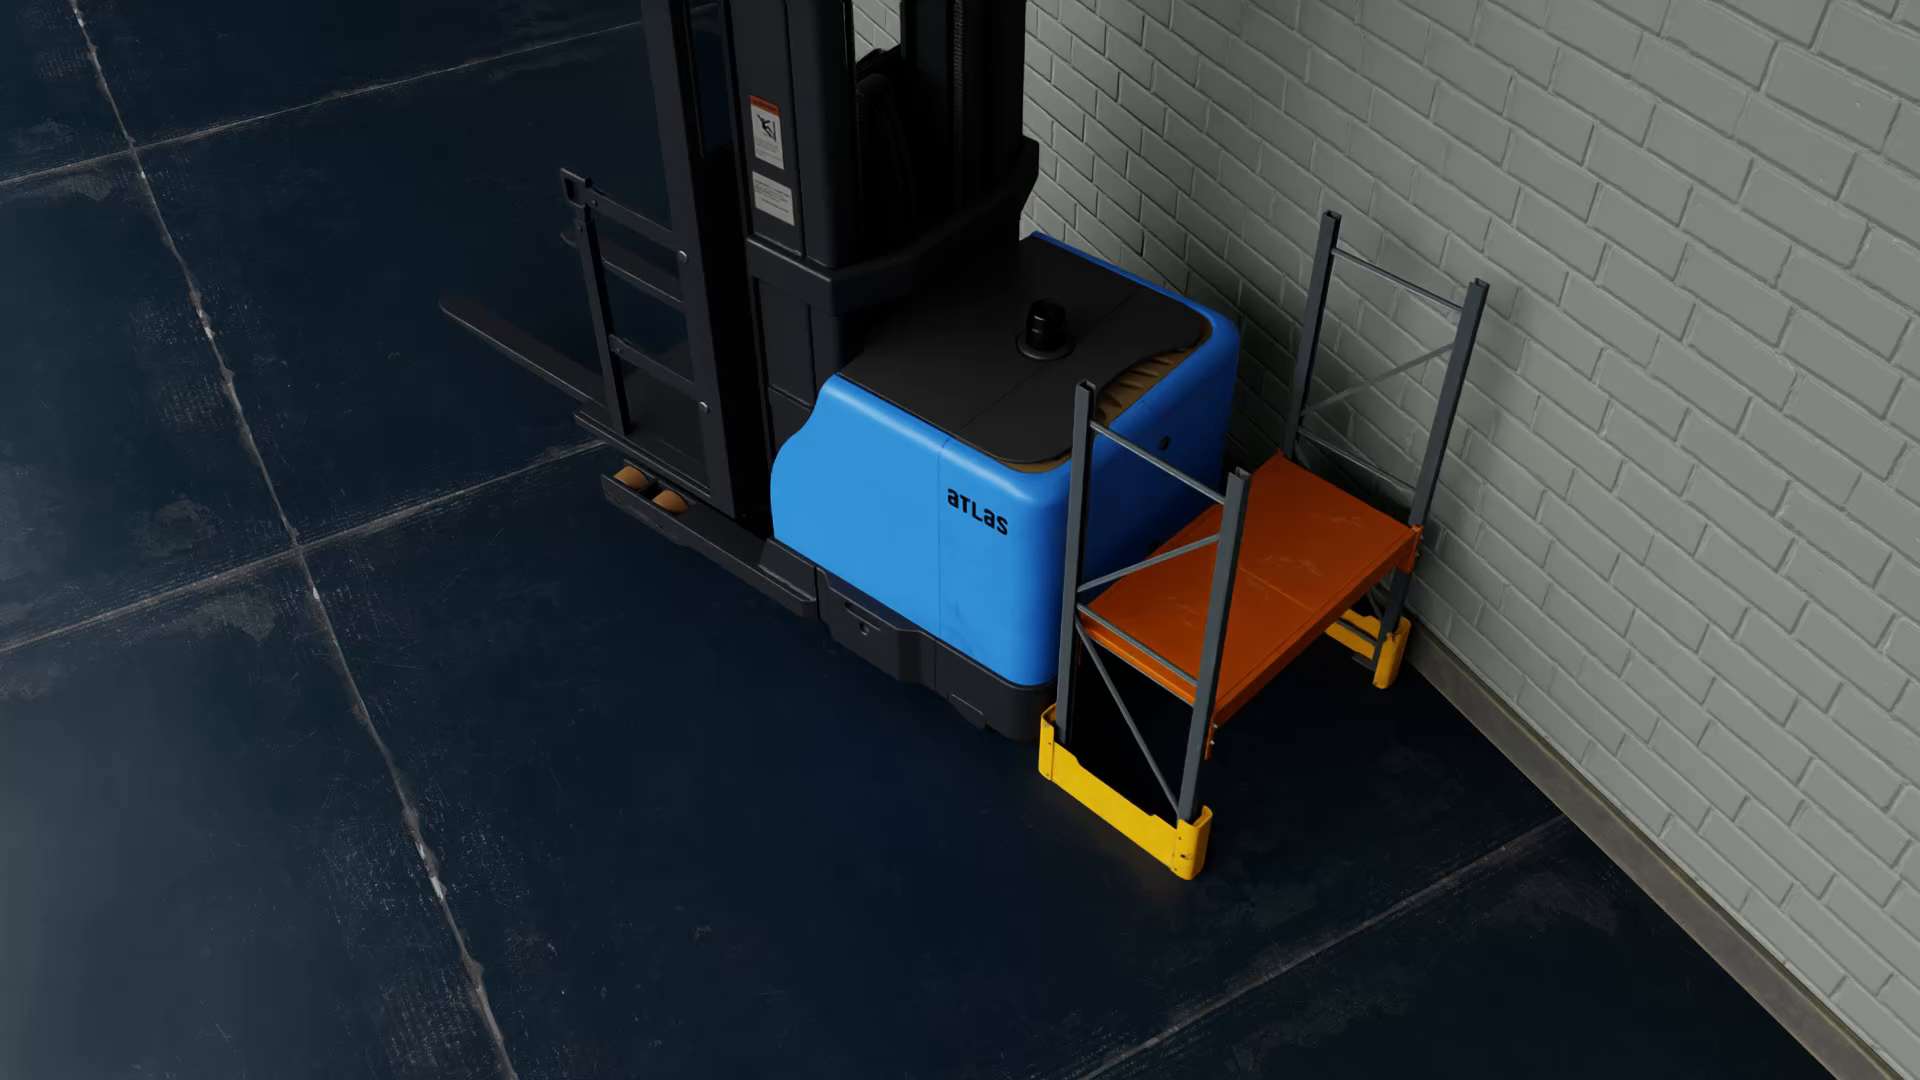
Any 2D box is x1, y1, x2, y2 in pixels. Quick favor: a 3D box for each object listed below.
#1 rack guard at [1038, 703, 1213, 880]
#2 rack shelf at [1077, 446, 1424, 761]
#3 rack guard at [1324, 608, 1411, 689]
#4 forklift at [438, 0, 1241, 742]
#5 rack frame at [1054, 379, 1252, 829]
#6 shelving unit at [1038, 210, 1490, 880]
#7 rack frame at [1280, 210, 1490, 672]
[{"bbox_3d":[0.469,0.726,4.823,0.587,0.250,0.087,34,53,30],"label":"rack guard"},{"bbox_3d":[0.820,0.152,4.775,0.538,0.185,1.000,34,53,30],"label":"rack shelf"},{"bbox_3d":[1.159,0.226,5.338,0.587,0.250,0.087,34,53,30],"label":"rack guard"},{"bbox_3d":[-0.619,-1.312,4.997,3.031,2.935,1.130,30,51,27],"label":"forklift"},{"bbox_3d":[0.468,0.278,4.387,0.500,1.500,0.032,34,53,30],"label":"rack frame"},{"bbox_3d":[0.814,0.027,4.645,0.587,1.500,1.083,34,53,30],"label":"shelving unit"},{"bbox_3d":[1.172,-0.233,4.913,0.500,1.500,0.032,34,53,30],"label":"rack frame"}]
